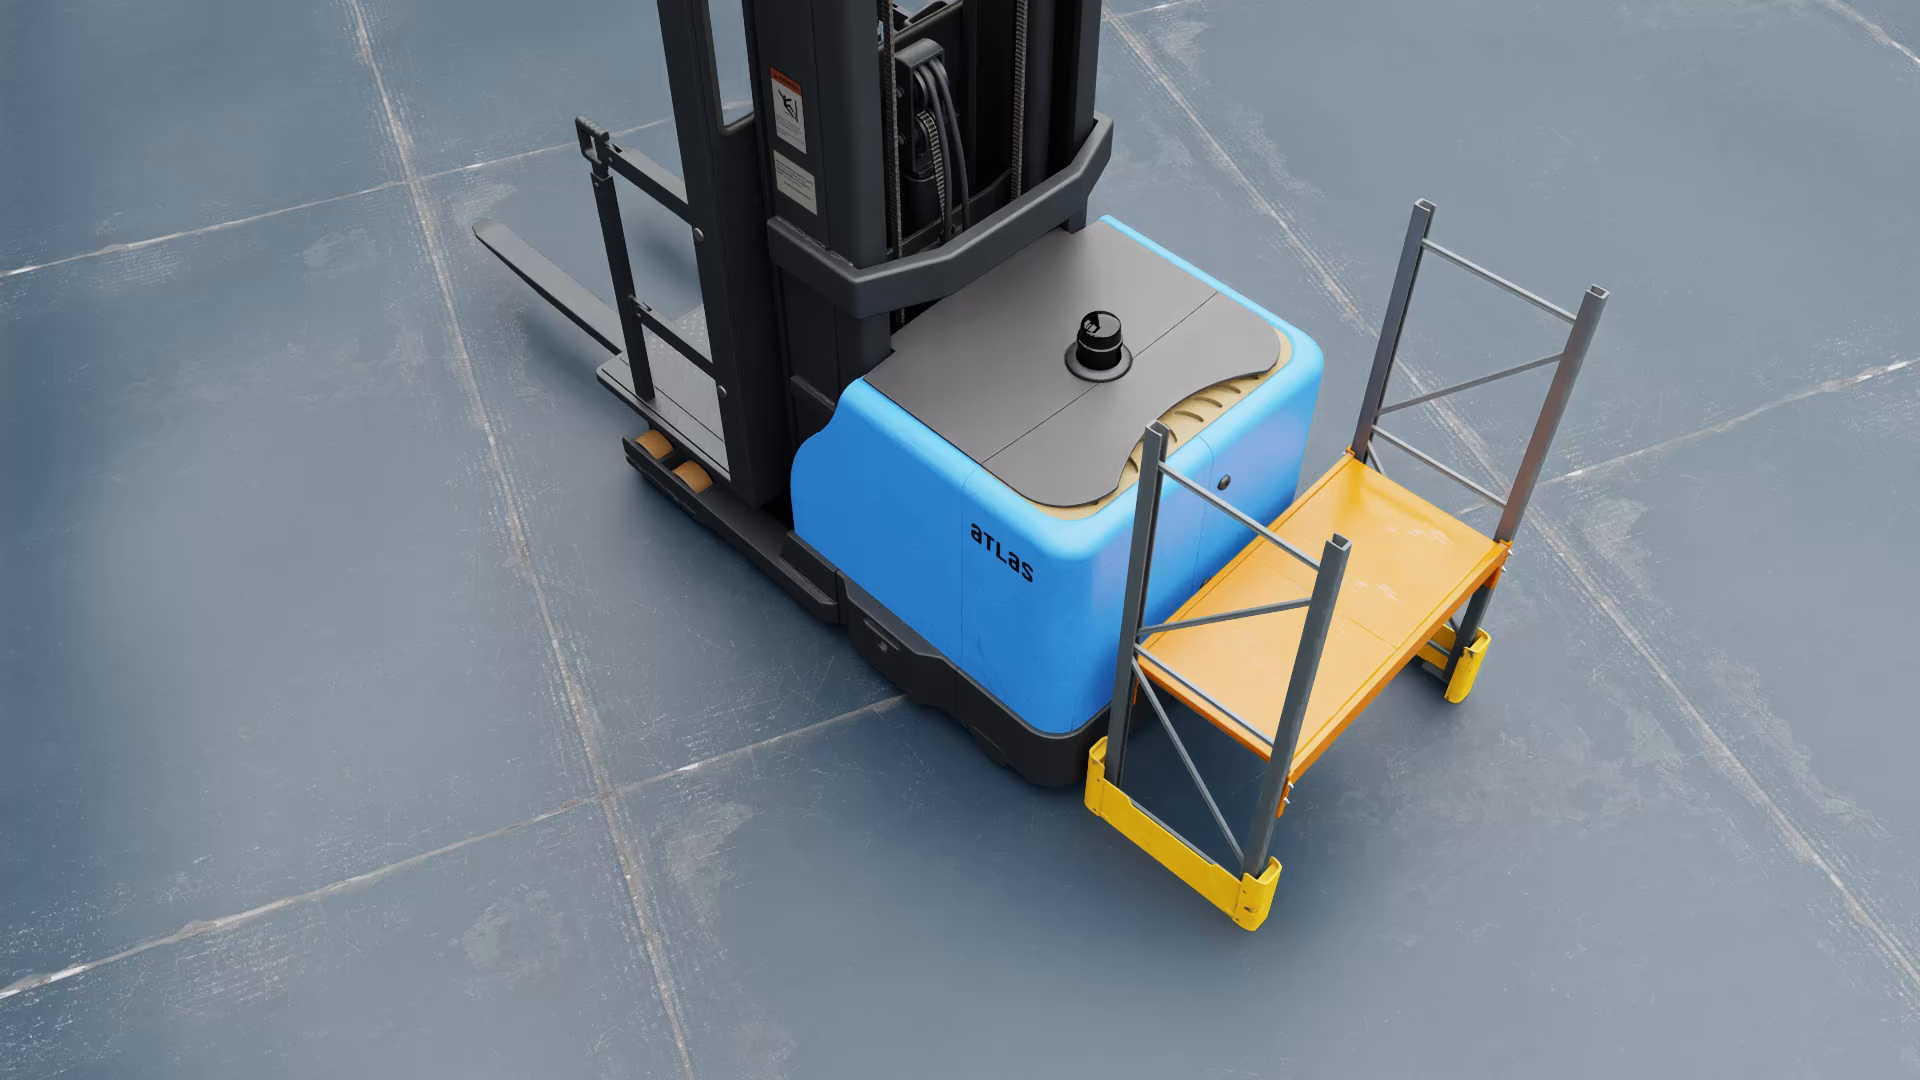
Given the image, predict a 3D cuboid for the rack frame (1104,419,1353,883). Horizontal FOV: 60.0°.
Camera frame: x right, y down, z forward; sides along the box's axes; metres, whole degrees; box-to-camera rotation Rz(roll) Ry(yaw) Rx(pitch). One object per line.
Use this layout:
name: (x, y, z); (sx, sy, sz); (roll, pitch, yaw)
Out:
rack frame: (0.579, 0.371, 3.942); (0.500, 1.500, 0.032); (35, 58, 26)

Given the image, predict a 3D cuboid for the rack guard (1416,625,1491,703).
rack guard: (1.260, 0.226, 4.891); (0.587, 0.250, 0.087); (35, 58, 26)

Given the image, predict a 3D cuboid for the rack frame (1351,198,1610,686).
rack frame: (1.274, -0.192, 4.426); (0.500, 1.500, 0.032); (35, 58, 26)

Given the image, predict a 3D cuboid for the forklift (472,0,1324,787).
forklift: (-0.438, -1.291, 4.426); (1.130, 2.935, 3.031); (-37, 59, -27)

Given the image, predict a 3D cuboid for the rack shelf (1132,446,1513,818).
rack shelf: (0.926, 0.207, 4.320); (0.538, 0.185, 1.000); (35, 58, 26)

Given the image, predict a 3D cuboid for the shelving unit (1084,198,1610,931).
shelving unit: (0.920, 0.095, 4.179); (0.587, 1.500, 1.083); (35, 58, 26)

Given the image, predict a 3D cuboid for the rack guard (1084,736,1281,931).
rack guard: (0.579, 0.777, 4.417); (0.587, 0.250, 0.087); (35, 58, 26)
